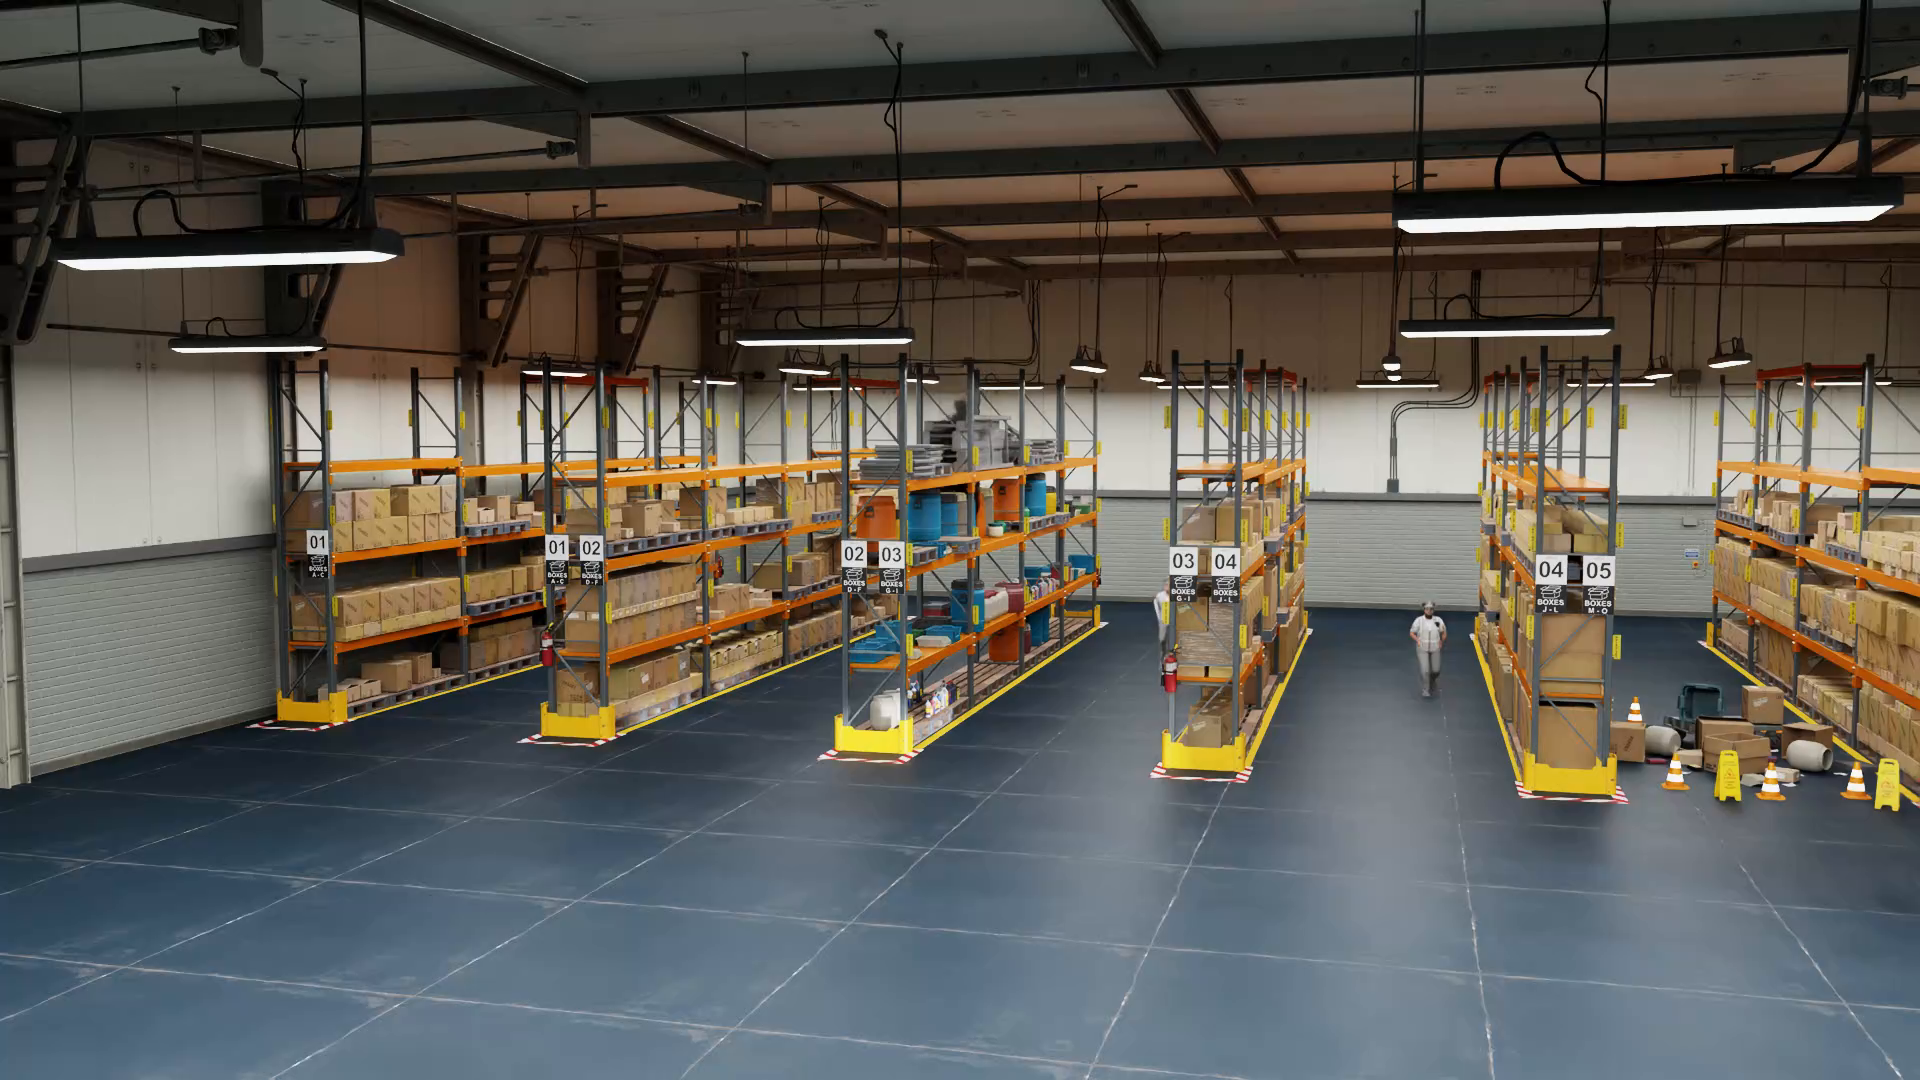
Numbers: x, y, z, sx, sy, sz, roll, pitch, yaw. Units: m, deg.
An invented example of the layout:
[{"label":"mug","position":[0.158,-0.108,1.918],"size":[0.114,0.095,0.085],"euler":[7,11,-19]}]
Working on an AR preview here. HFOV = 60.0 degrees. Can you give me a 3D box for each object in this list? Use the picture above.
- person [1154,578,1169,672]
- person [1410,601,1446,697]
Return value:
[{"label":"person","position":[4.002,1.611,31.848],"size":[0.591,1.790,0.734],"euler":[1,4,10]},{"label":"person","position":[8.492,1.966,30.137],"size":[0.659,1.732,0.608],"euler":[1,4,9]}]
